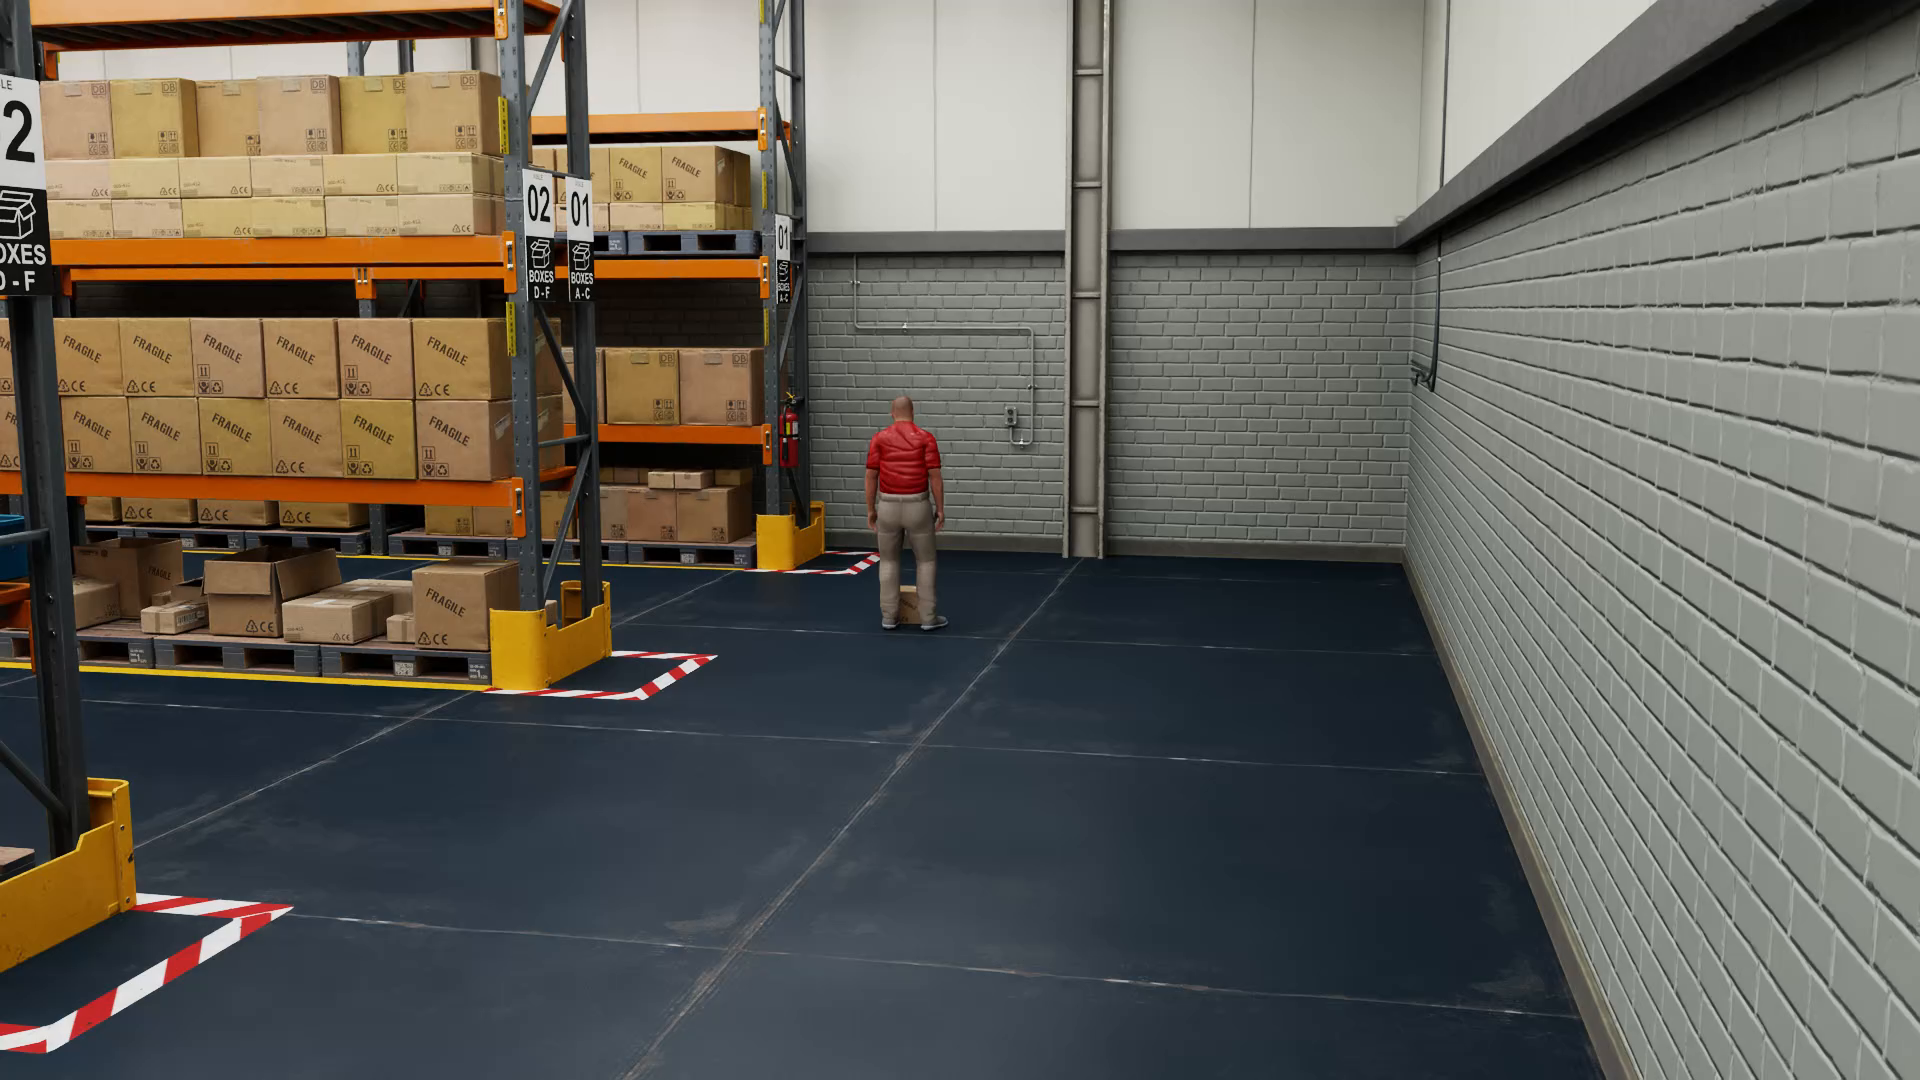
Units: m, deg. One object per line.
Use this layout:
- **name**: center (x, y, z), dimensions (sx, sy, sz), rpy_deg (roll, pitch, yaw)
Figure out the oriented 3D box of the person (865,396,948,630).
- **person**: center (-0.401, -0.202, 12.320), dimensions (0.594, 1.725, 0.393), rpy_deg (1, 8, 8)
